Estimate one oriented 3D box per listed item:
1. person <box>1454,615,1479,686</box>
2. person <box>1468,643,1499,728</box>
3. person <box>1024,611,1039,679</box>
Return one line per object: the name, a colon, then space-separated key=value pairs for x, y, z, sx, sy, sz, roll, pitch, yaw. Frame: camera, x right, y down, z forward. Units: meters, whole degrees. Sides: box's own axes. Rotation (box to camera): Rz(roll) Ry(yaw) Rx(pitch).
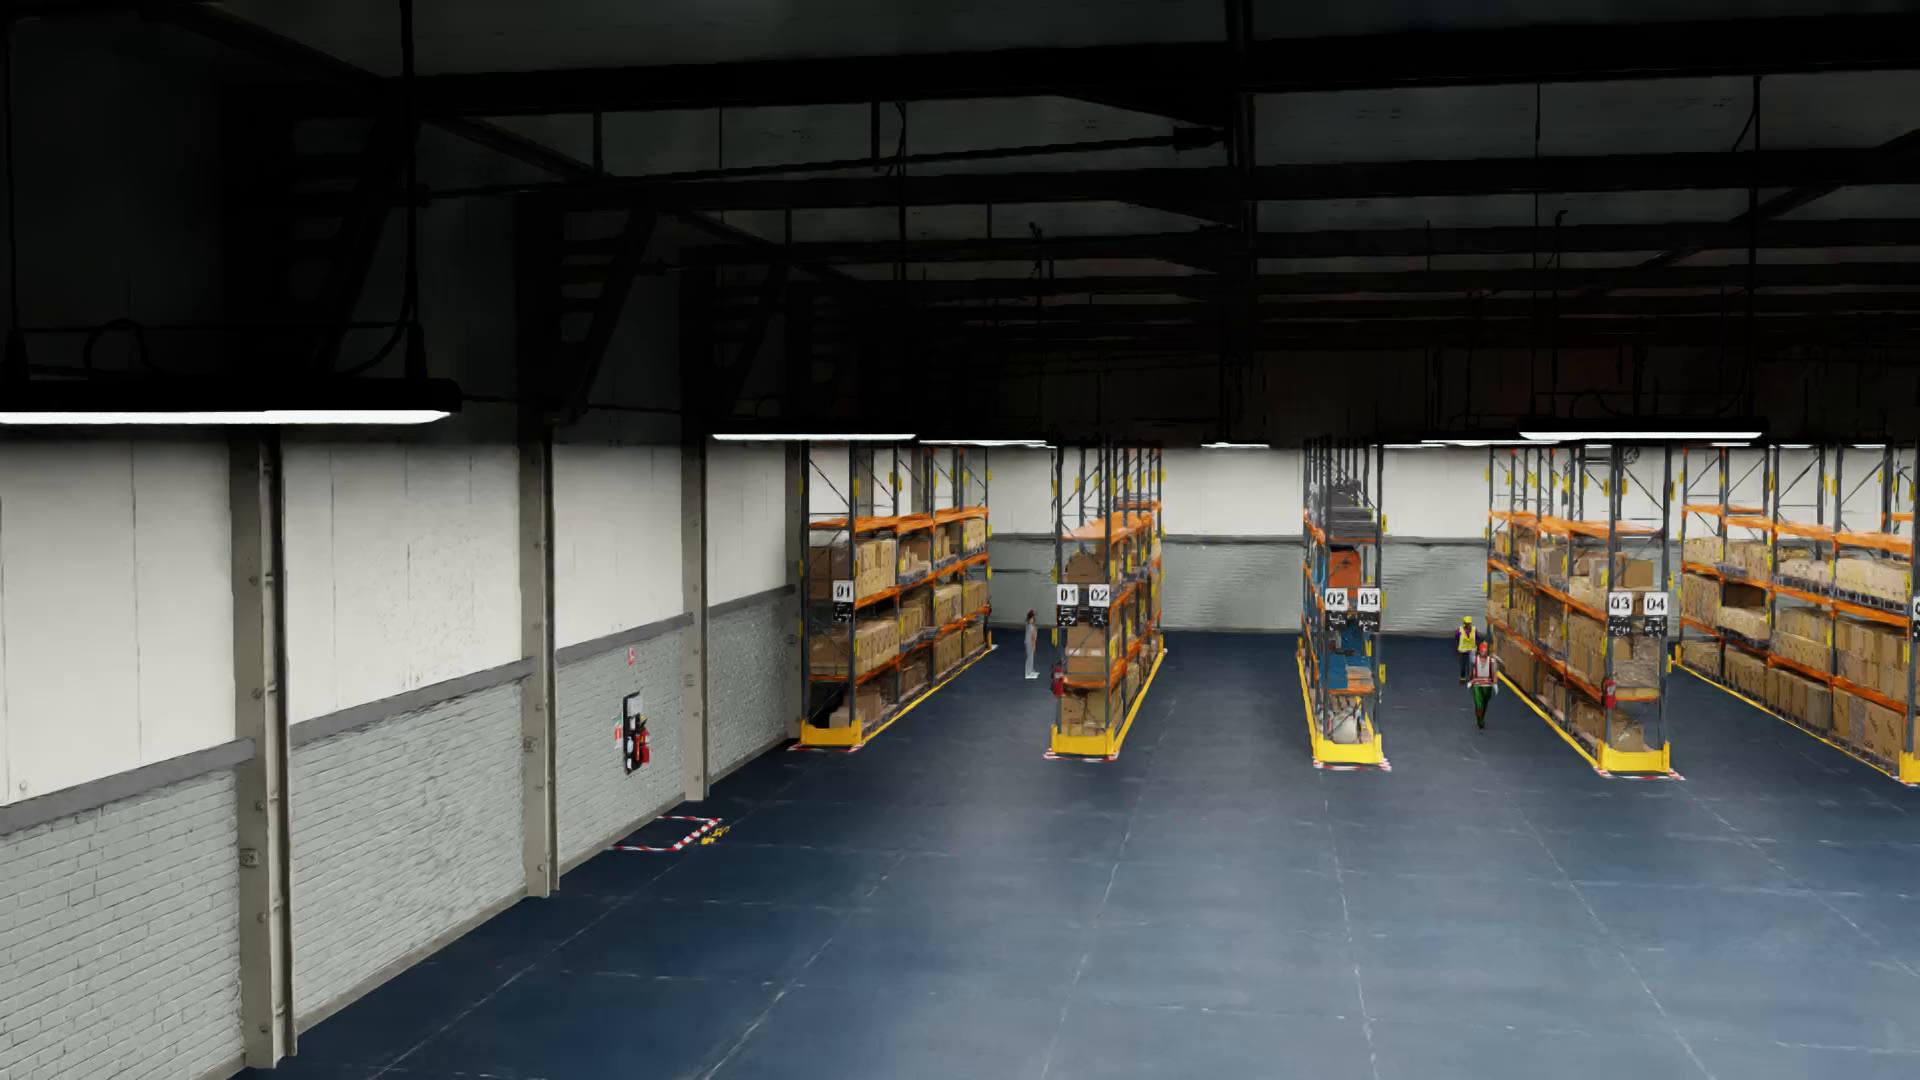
person: x=12.323 y=2.675 z=40.445 sx=0.579 sy=1.689 sz=1.106 roll=1 pitch=3 yaw=14
person: x=10.836 y=2.992 z=34.414 sx=0.565 sy=1.736 sz=1.045 roll=0 pitch=3 yaw=9
person: x=1.819 y=2.615 z=41.695 sx=0.454 sy=1.679 sz=0.538 roll=-1 pitch=3 yaw=-16
